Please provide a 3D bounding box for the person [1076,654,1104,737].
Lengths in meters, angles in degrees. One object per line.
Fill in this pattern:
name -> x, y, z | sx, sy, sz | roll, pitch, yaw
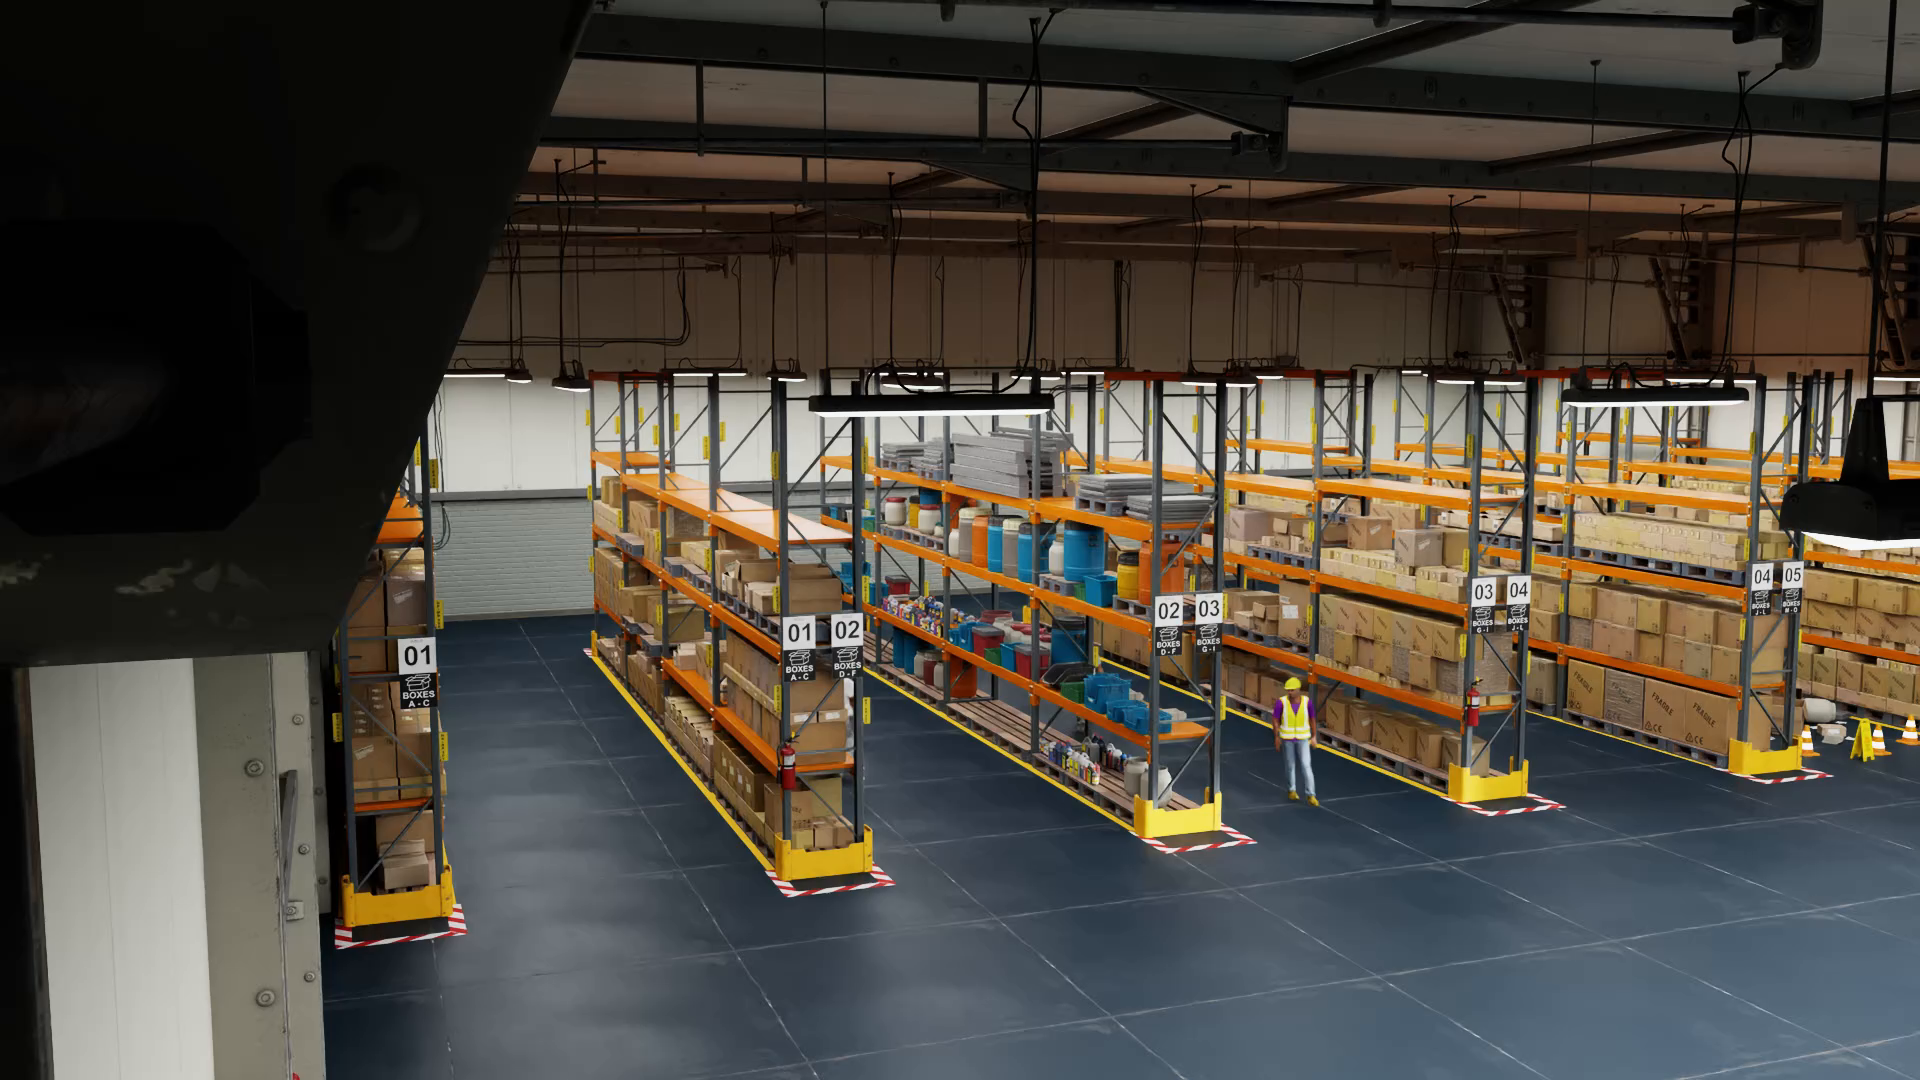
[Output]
person -> 2.106, 2.381, 27.418 | 0.575, 1.738, 1.024 | -2, 7, -20

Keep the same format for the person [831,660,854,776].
person -> -1.839, 2.662, 25.023 | 0.601, 1.756, 0.493 | -1, 6, -11

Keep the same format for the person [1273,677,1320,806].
person -> 4.734, 2.837, 23.487 | 0.625, 1.757, 0.760 | 1, 6, 11
